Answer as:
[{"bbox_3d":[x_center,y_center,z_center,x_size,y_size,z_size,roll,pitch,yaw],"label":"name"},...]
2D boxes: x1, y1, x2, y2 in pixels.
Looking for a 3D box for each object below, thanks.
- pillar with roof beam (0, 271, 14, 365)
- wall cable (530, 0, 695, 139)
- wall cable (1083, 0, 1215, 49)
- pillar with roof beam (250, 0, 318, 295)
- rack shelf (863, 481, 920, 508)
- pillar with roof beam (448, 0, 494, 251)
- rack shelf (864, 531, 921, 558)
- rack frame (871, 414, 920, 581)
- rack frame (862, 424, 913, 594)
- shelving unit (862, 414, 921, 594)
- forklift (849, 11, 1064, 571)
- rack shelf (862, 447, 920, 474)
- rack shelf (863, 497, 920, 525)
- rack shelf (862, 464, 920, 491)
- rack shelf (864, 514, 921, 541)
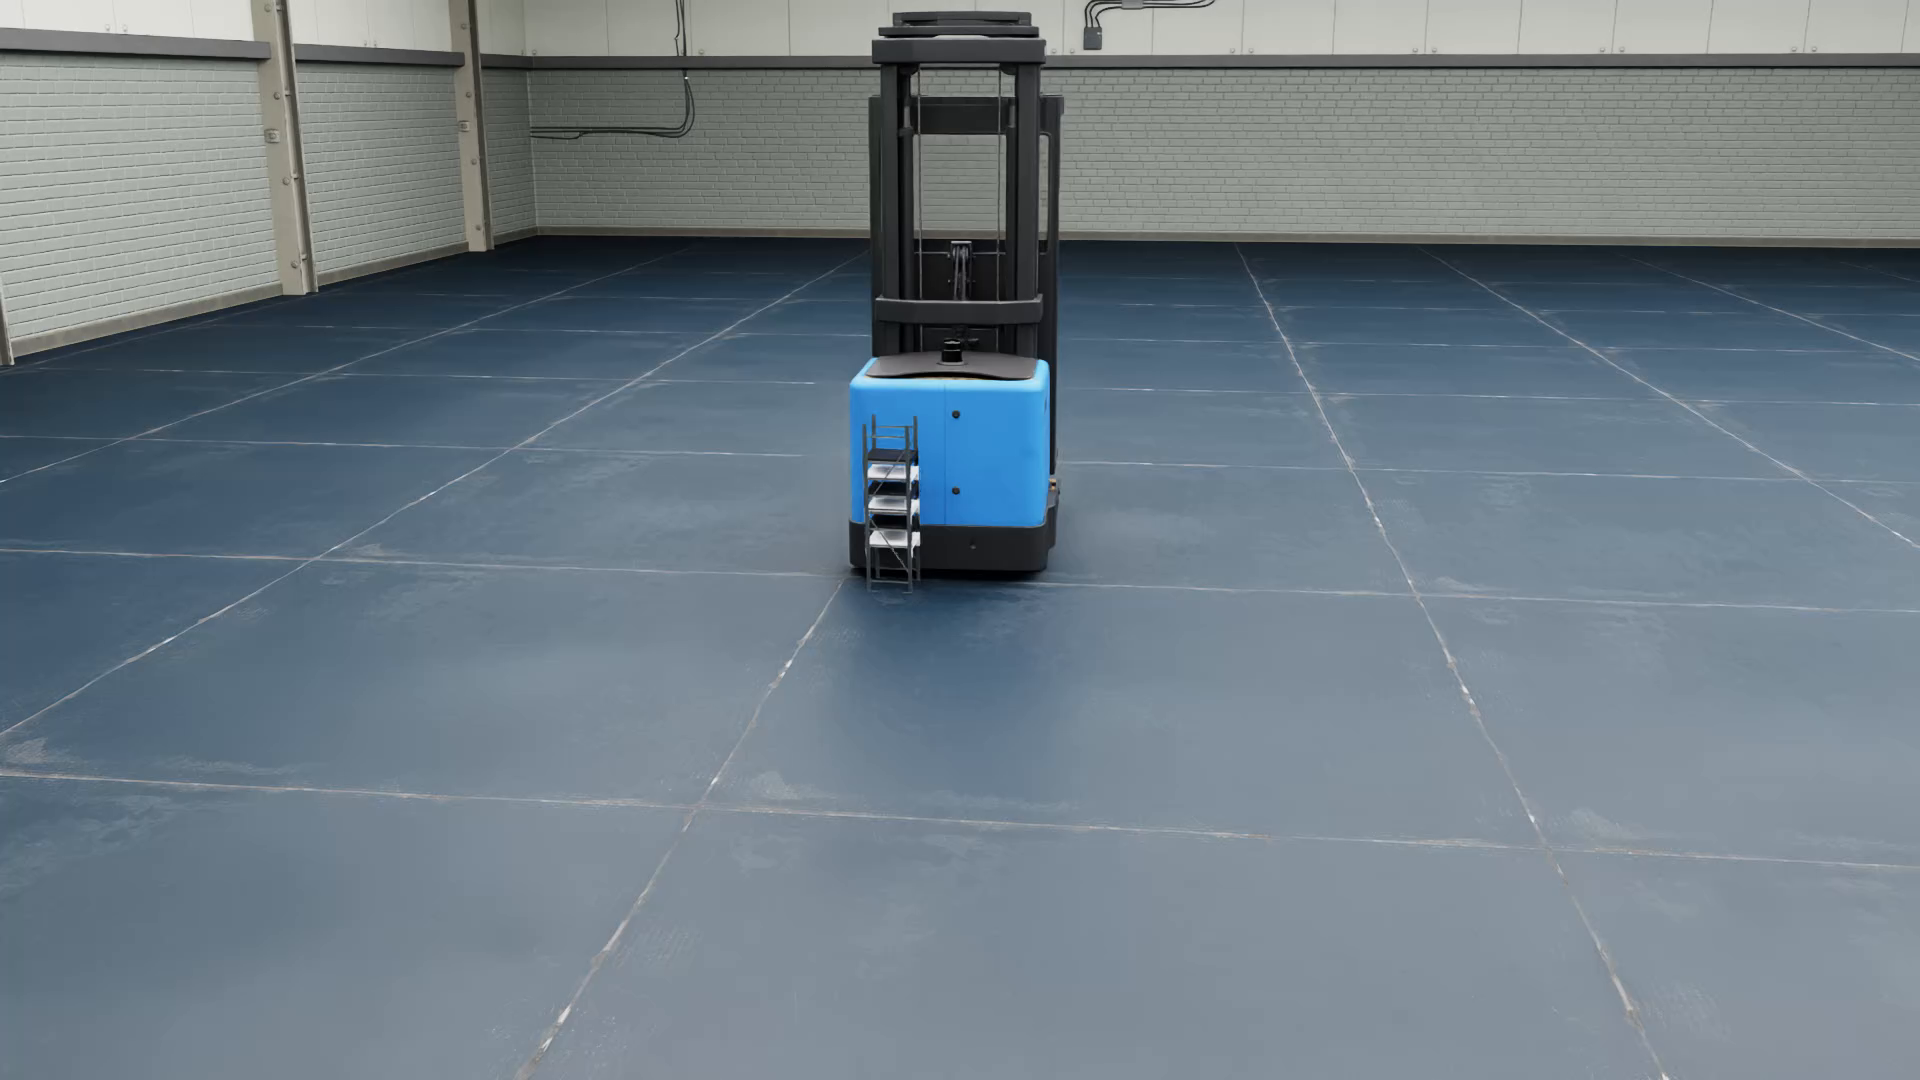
[{"bbox_3d":[-4.919,-5.849,14.055,9.100,9.000,0.400,2,15,6],"label":"pillar with roof beam"},{"bbox_3d":[-6.196,-8.315,29.121,3.097,2.526,0.112,2,15,6],"label":"wall cable"},{"bbox_3d":[3.235,-11.172,27.223,2.305,6.003,0.169,2,15,6],"label":"wall cable"},{"bbox_3d":[-4.242,-7.406,19.810,9.100,9.000,0.400,2,15,6],"label":"pillar with roof beam"},{"bbox_3d":[-0.352,-0.237,8.578,0.258,0.077,0.200,3,19,10],"label":"rack shelf"},{"bbox_3d":[-3.565,-8.962,25.565,9.100,9.000,0.400,2,15,6],"label":"pillar with roof beam"},{"bbox_3d":[-0.349,0.019,8.663,0.258,0.077,0.200,3,19,10],"label":"rack shelf"},{"bbox_3d":[-0.334,-0.215,8.691,0.240,0.900,0.006,3,19,10],"label":"rack frame"},{"bbox_3d":[-0.369,-0.152,8.501,0.240,0.900,0.006,3,19,10],"label":"rack frame"},{"bbox_3d":[-0.351,-0.184,8.596,0.258,0.900,0.210,3,19,10],"label":"shelving unit"},{"bbox_3d":[0.047,-1.584,9.905,1.130,2.935,3.031,1,15,5],"label":"forklift"},{"bbox_3d":[-0.354,-0.408,8.521,0.258,0.077,0.200,3,19,10],"label":"rack shelf"},{"bbox_3d":[-0.351,-0.152,8.606,0.258,0.077,0.200,3,19,10],"label":"rack shelf"},{"bbox_3d":[-0.353,-0.323,8.549,0.258,0.077,0.200,3,19,10],"label":"rack shelf"},{"bbox_3d":[-0.350,-0.066,8.634,0.258,0.077,0.200,3,19,10],"label":"rack shelf"}]
